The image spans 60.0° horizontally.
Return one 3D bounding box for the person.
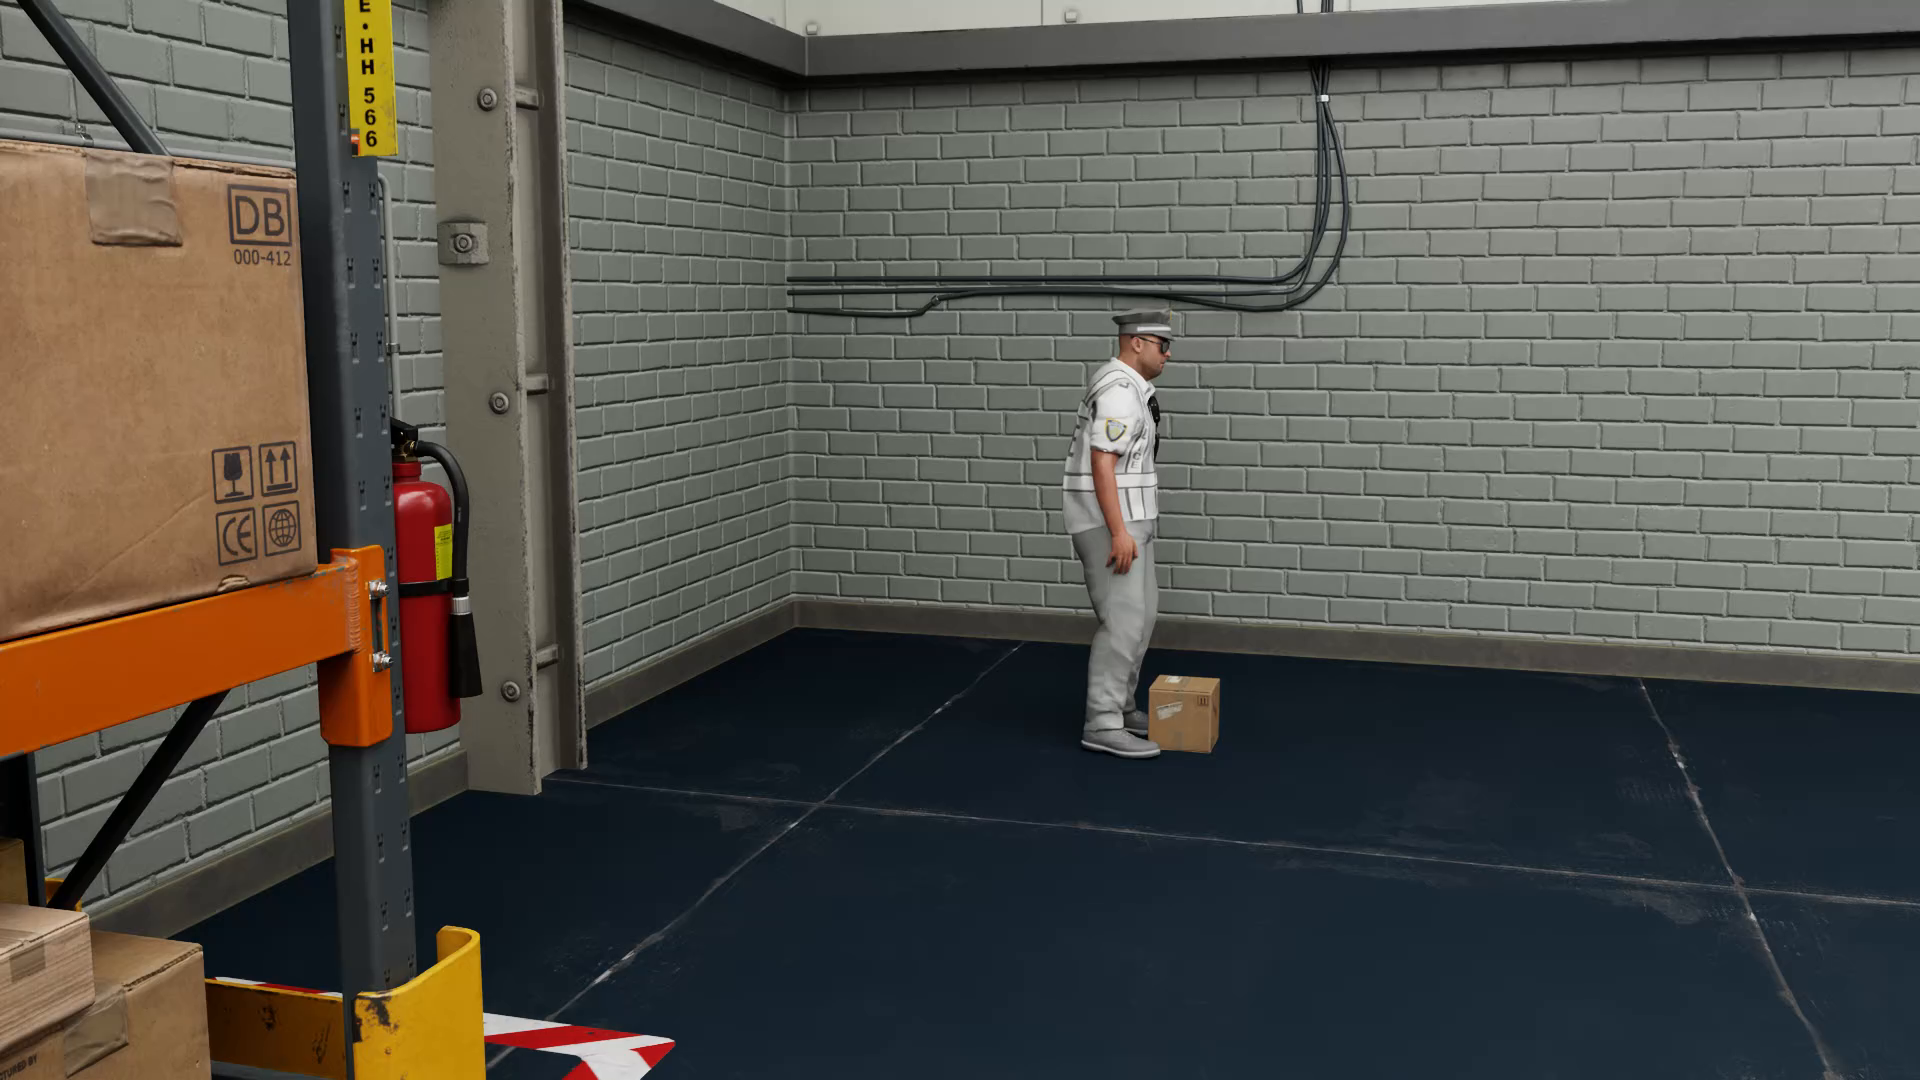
[{"bbox_3d":[0.638,-0.052,6.668,0.444,1.747,0.596,2,8,13],"label":"person"}]
